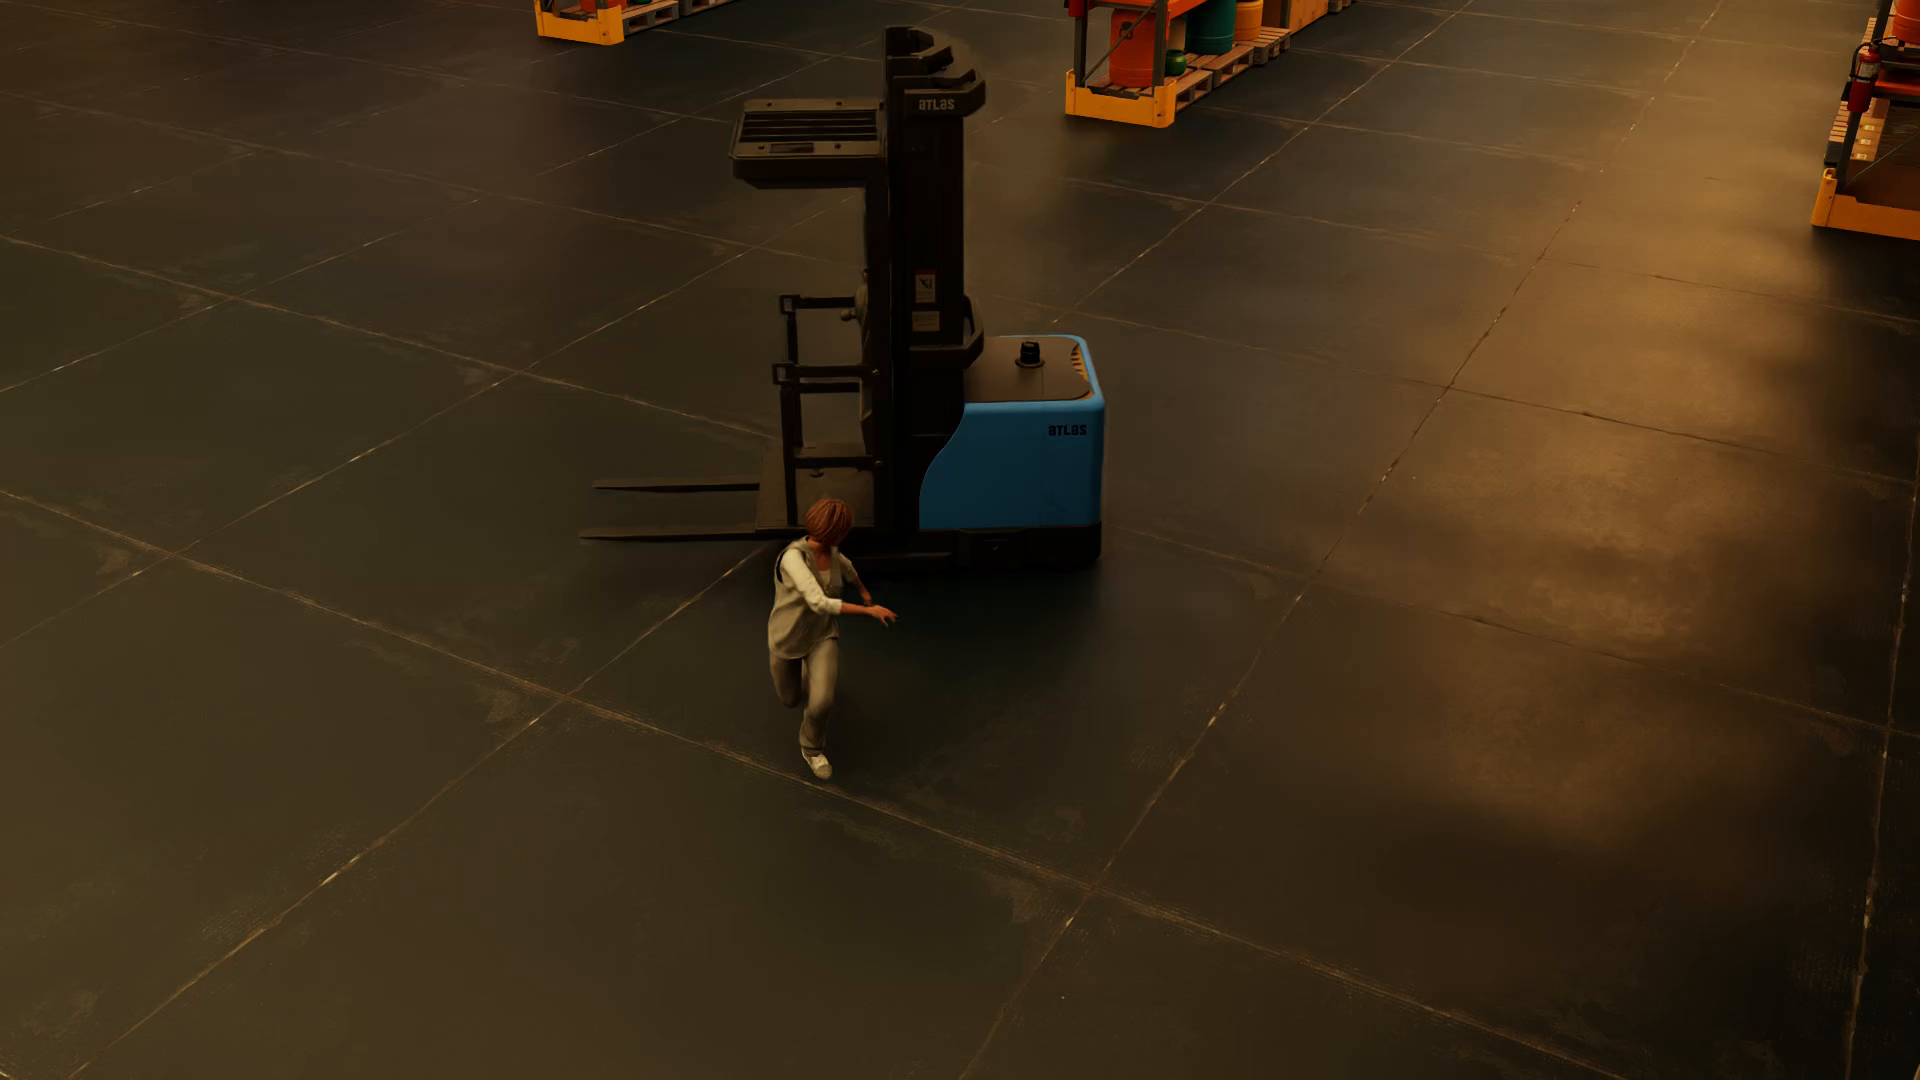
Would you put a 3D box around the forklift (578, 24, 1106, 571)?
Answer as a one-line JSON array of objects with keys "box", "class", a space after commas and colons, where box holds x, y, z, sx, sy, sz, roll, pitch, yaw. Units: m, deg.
[{"box": [-0.711, -1.303, 9.329, 3.031, 2.935, 1.130, -2, 30, -3], "class": "forklift"}]

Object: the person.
[{"box": [-0.651, 0.402, 8.013, 0.576, 1.359, 0.849, -8, 31, -13], "class": "person"}]
